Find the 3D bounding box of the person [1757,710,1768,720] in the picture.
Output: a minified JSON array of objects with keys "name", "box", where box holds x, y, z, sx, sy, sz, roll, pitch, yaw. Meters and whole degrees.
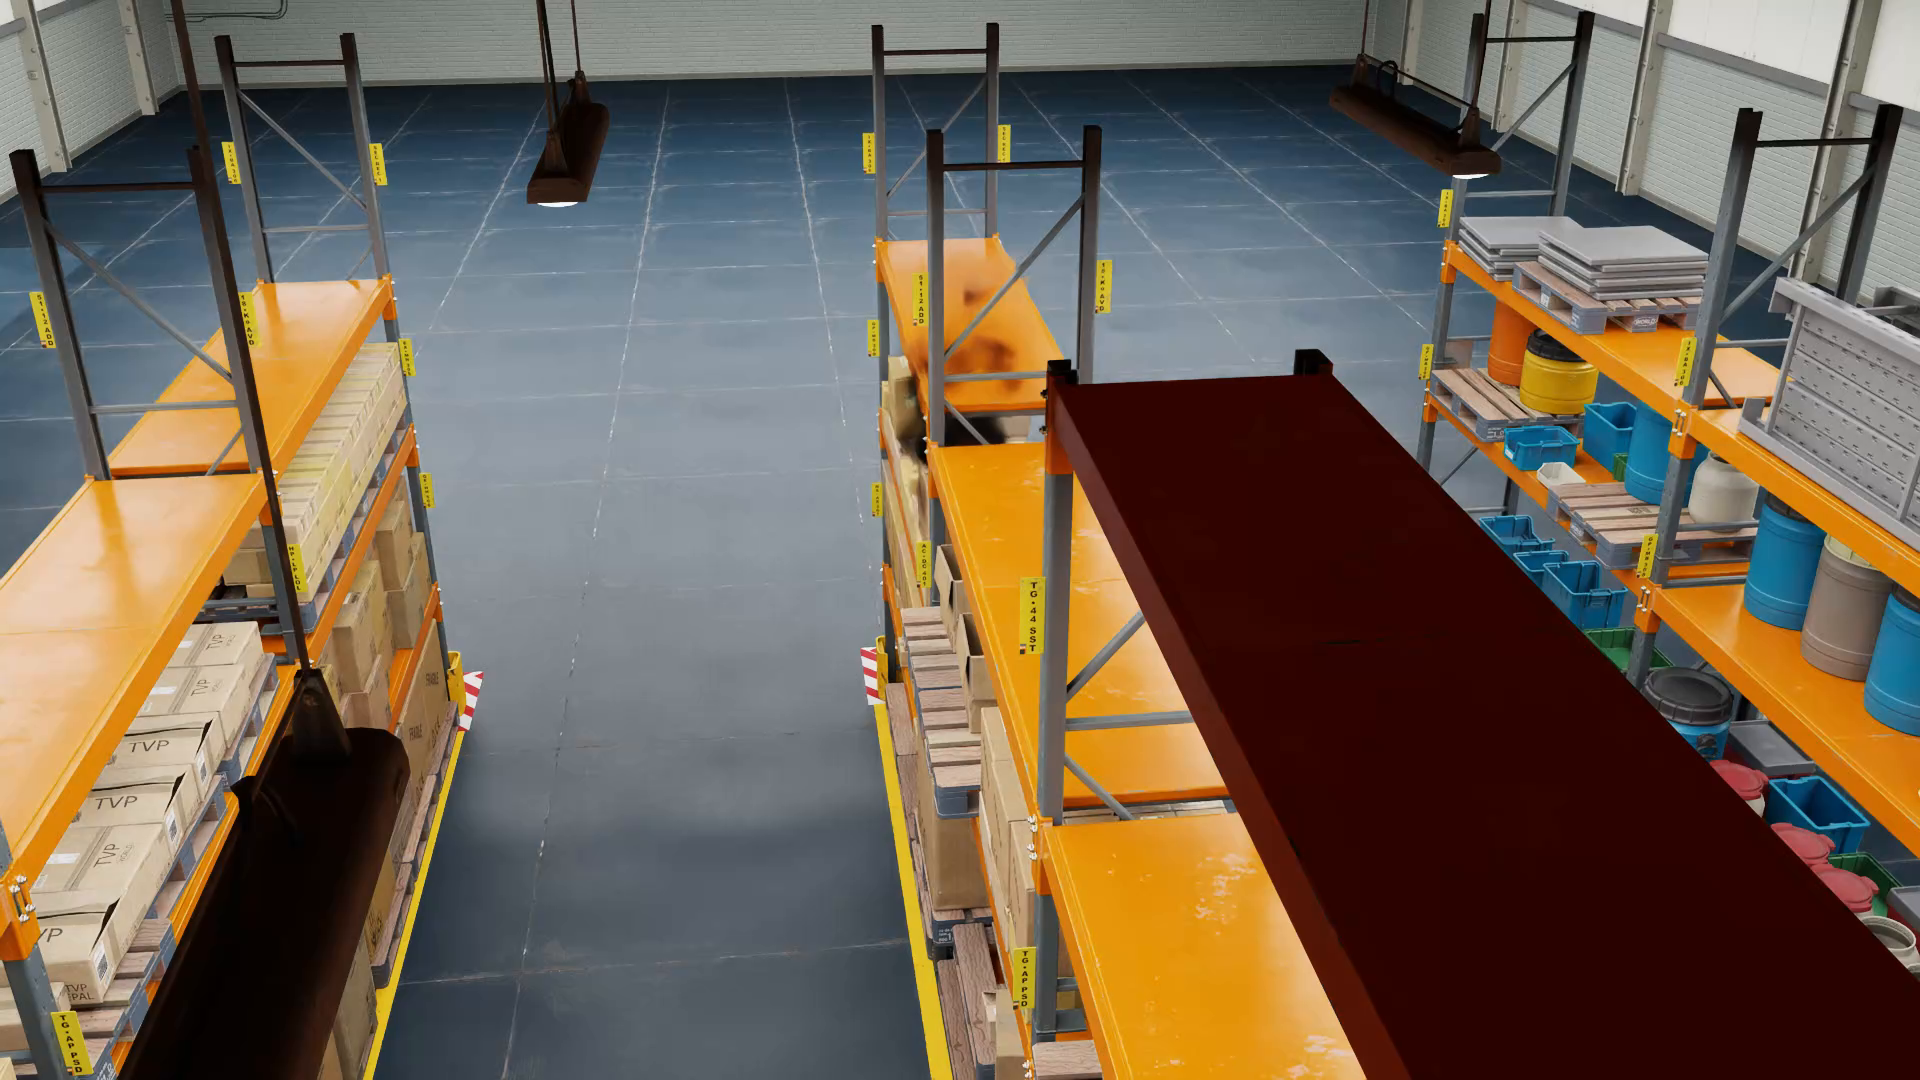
[{"name":"person","box":[6.560,1.576,13.231,0.598,1.669,0.611,-9,27,-18]}]
